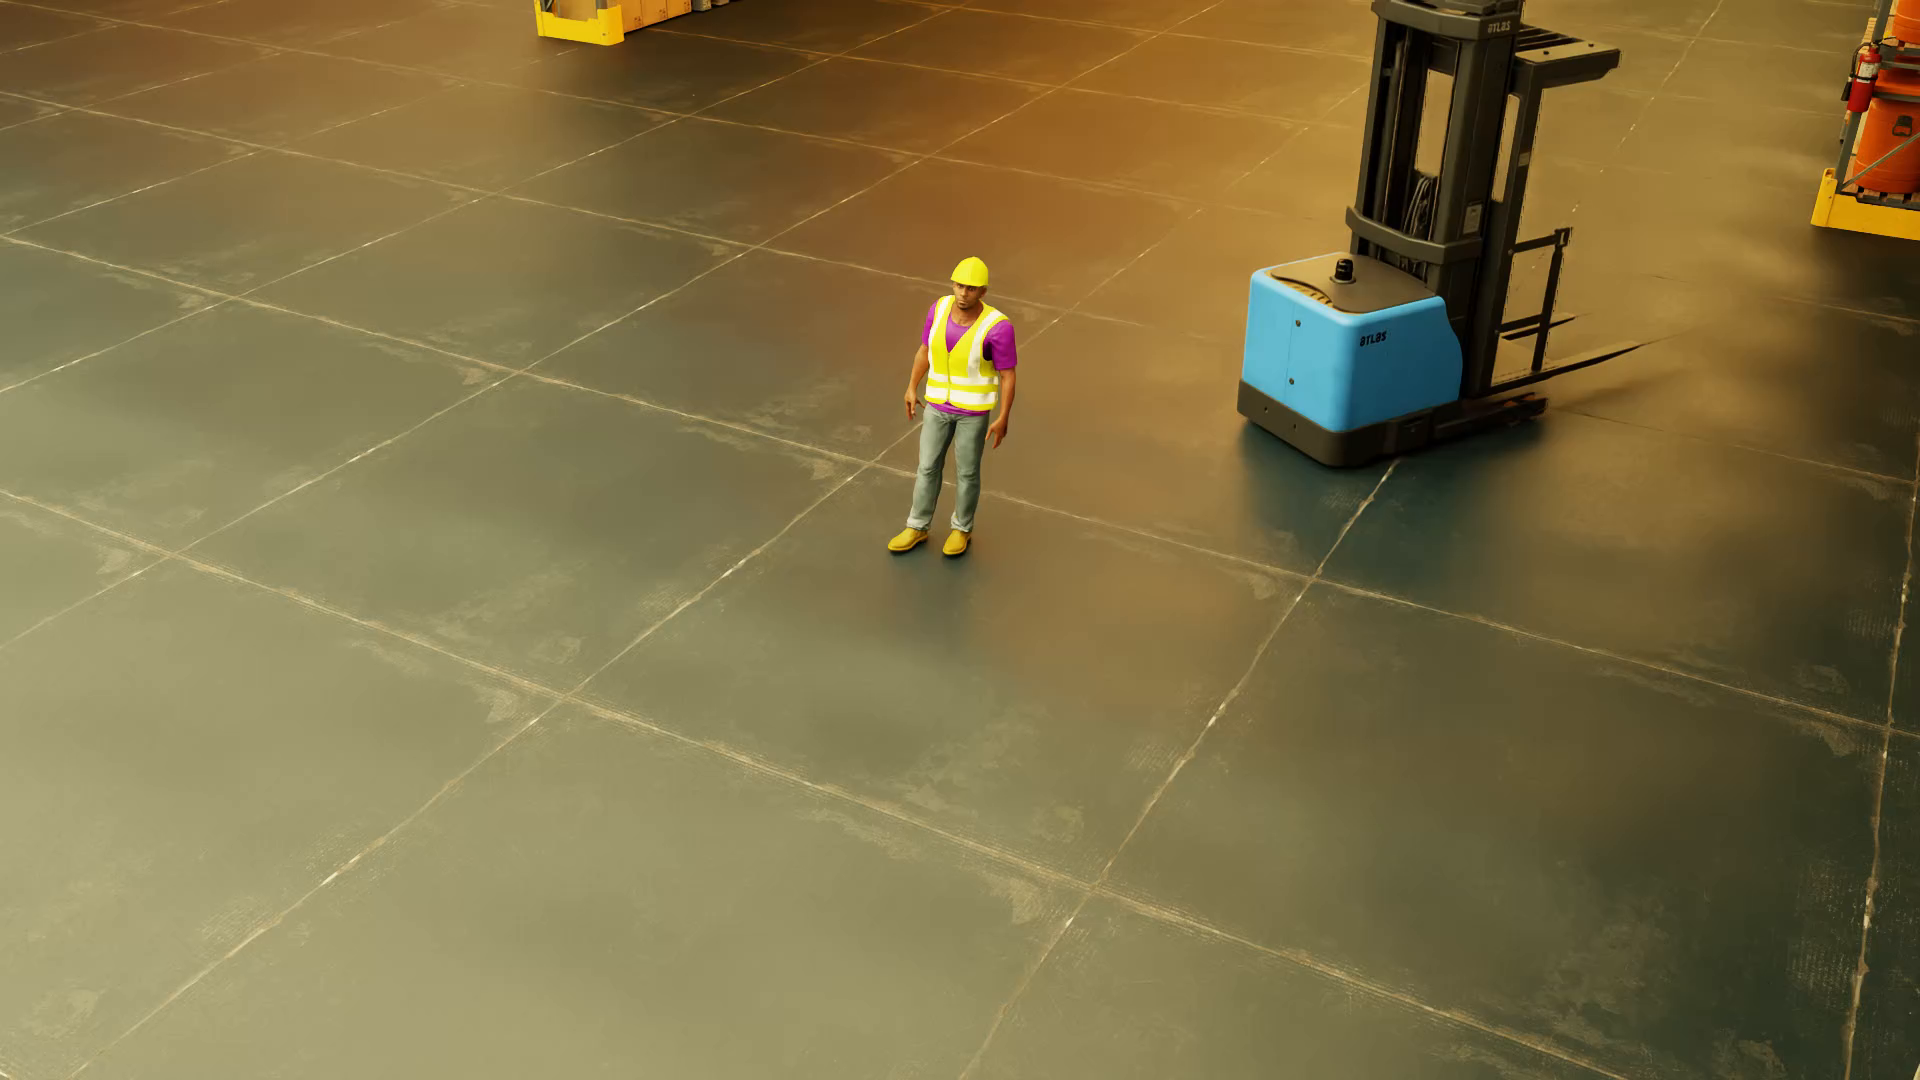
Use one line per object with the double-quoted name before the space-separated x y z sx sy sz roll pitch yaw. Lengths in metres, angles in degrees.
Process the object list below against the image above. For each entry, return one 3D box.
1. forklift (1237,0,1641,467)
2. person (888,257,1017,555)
"forklift" 3.436 -2.262 10.991 3.031 2.935 1.130 -16 34 -25
"person" -0.039 -0.742 9.508 0.666 1.765 0.577 15 33 25
